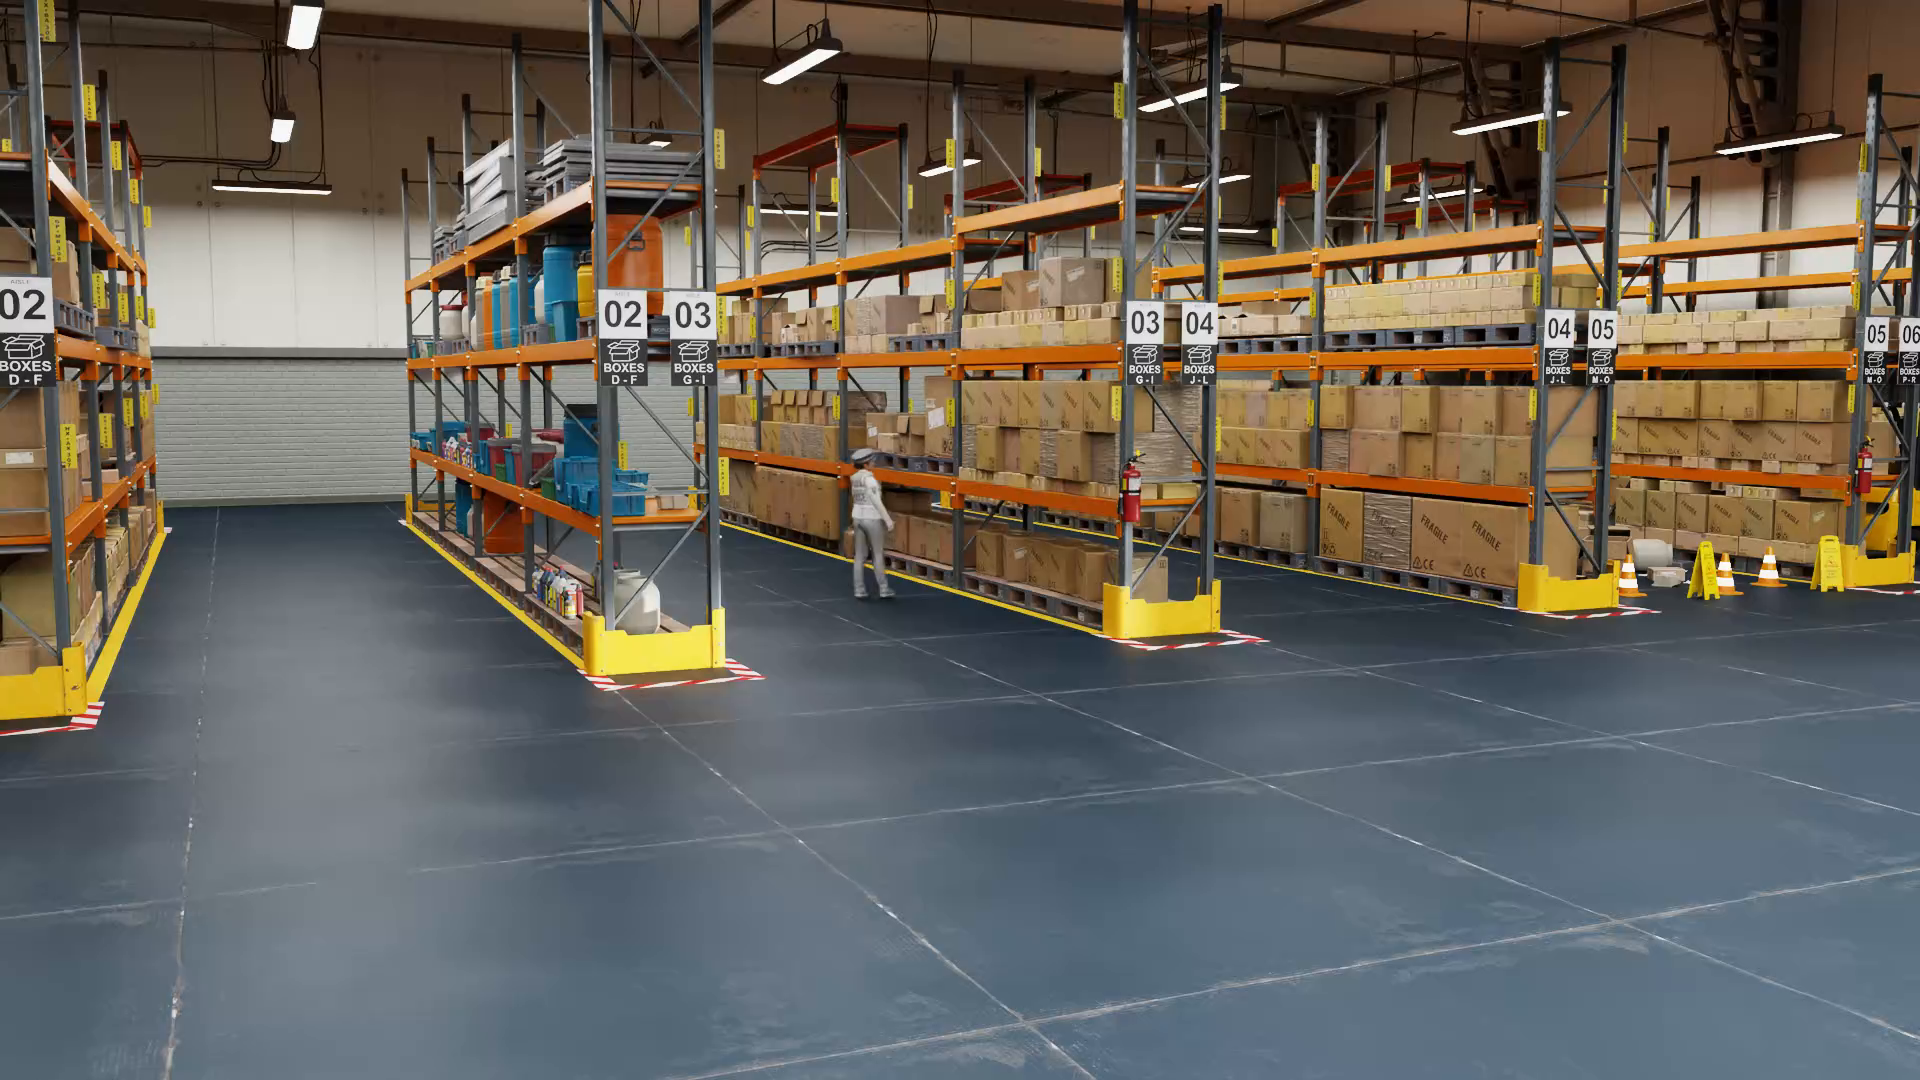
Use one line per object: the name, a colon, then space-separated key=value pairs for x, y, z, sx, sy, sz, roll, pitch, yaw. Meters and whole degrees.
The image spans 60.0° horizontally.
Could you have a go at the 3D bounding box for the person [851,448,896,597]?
person: x=-0.999 y=-0.197 z=18.742 sx=0.533 sy=1.694 sz=0.501 roll=-5 pitch=7 yaw=-39
